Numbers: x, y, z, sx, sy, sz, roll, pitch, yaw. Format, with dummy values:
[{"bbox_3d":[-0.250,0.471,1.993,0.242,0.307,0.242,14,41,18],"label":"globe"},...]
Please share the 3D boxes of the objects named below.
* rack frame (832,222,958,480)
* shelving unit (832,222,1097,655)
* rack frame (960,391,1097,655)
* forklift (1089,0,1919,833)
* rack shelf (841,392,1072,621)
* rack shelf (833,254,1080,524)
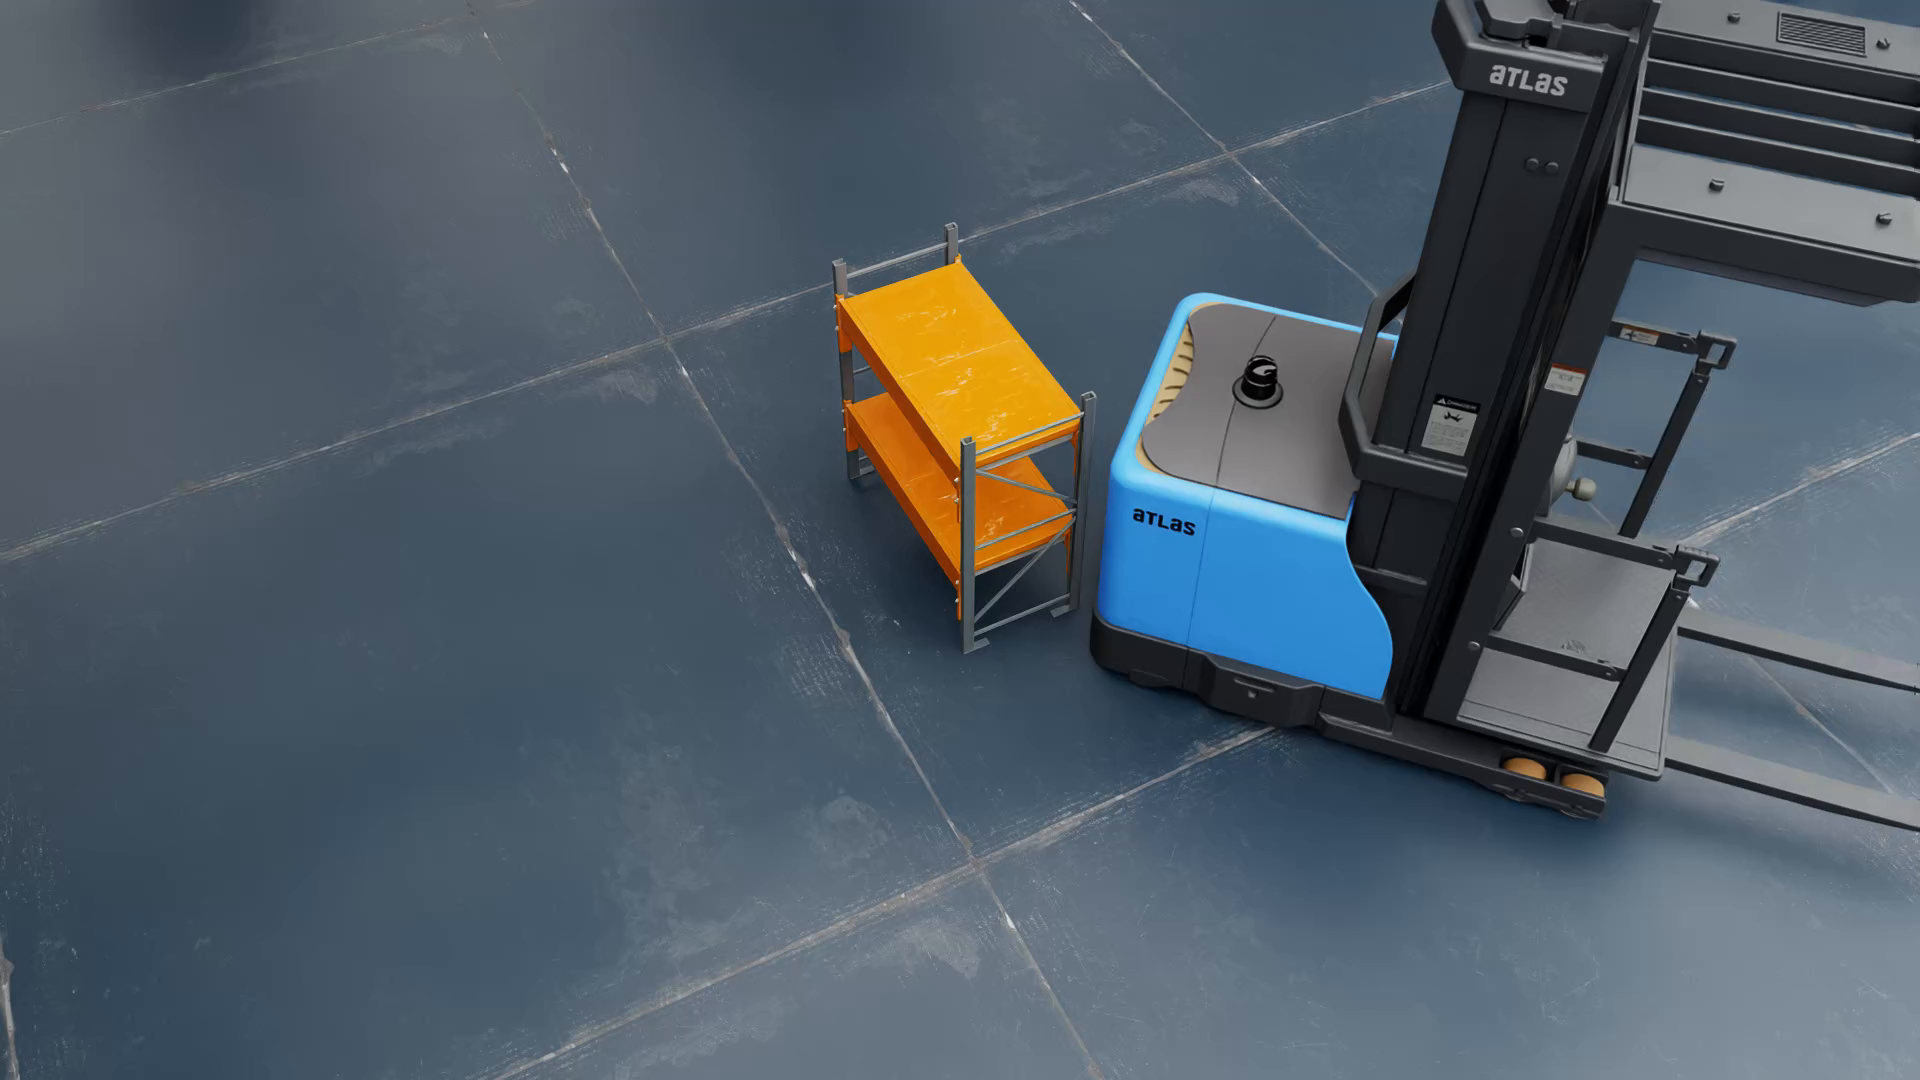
[{"bbox_3d":[-0.236,-0.715,6.521,0.500,1.125,0.032,-21,52,-18],"label":"rack frame"},{"bbox_3d":[-0.003,-0.375,6.223,0.538,1.125,1.048,-21,52,-18],"label":"shelving unit"},{"bbox_3d":[0.230,-0.035,5.926,0.500,1.125,0.032,-21,52,-18],"label":"rack frame"},{"bbox_3d":[2.054,-0.452,5.091,3.031,2.935,1.130,15,51,13],"label":"forklift"},{"bbox_3d":[-0.003,-0.214,6.407,0.538,0.278,1.000,-21,52,-18],"label":"rack shelf"},{"bbox_3d":[-0.003,-0.568,6.003,0.538,0.278,1.000,-21,52,-18],"label":"rack shelf"}]
